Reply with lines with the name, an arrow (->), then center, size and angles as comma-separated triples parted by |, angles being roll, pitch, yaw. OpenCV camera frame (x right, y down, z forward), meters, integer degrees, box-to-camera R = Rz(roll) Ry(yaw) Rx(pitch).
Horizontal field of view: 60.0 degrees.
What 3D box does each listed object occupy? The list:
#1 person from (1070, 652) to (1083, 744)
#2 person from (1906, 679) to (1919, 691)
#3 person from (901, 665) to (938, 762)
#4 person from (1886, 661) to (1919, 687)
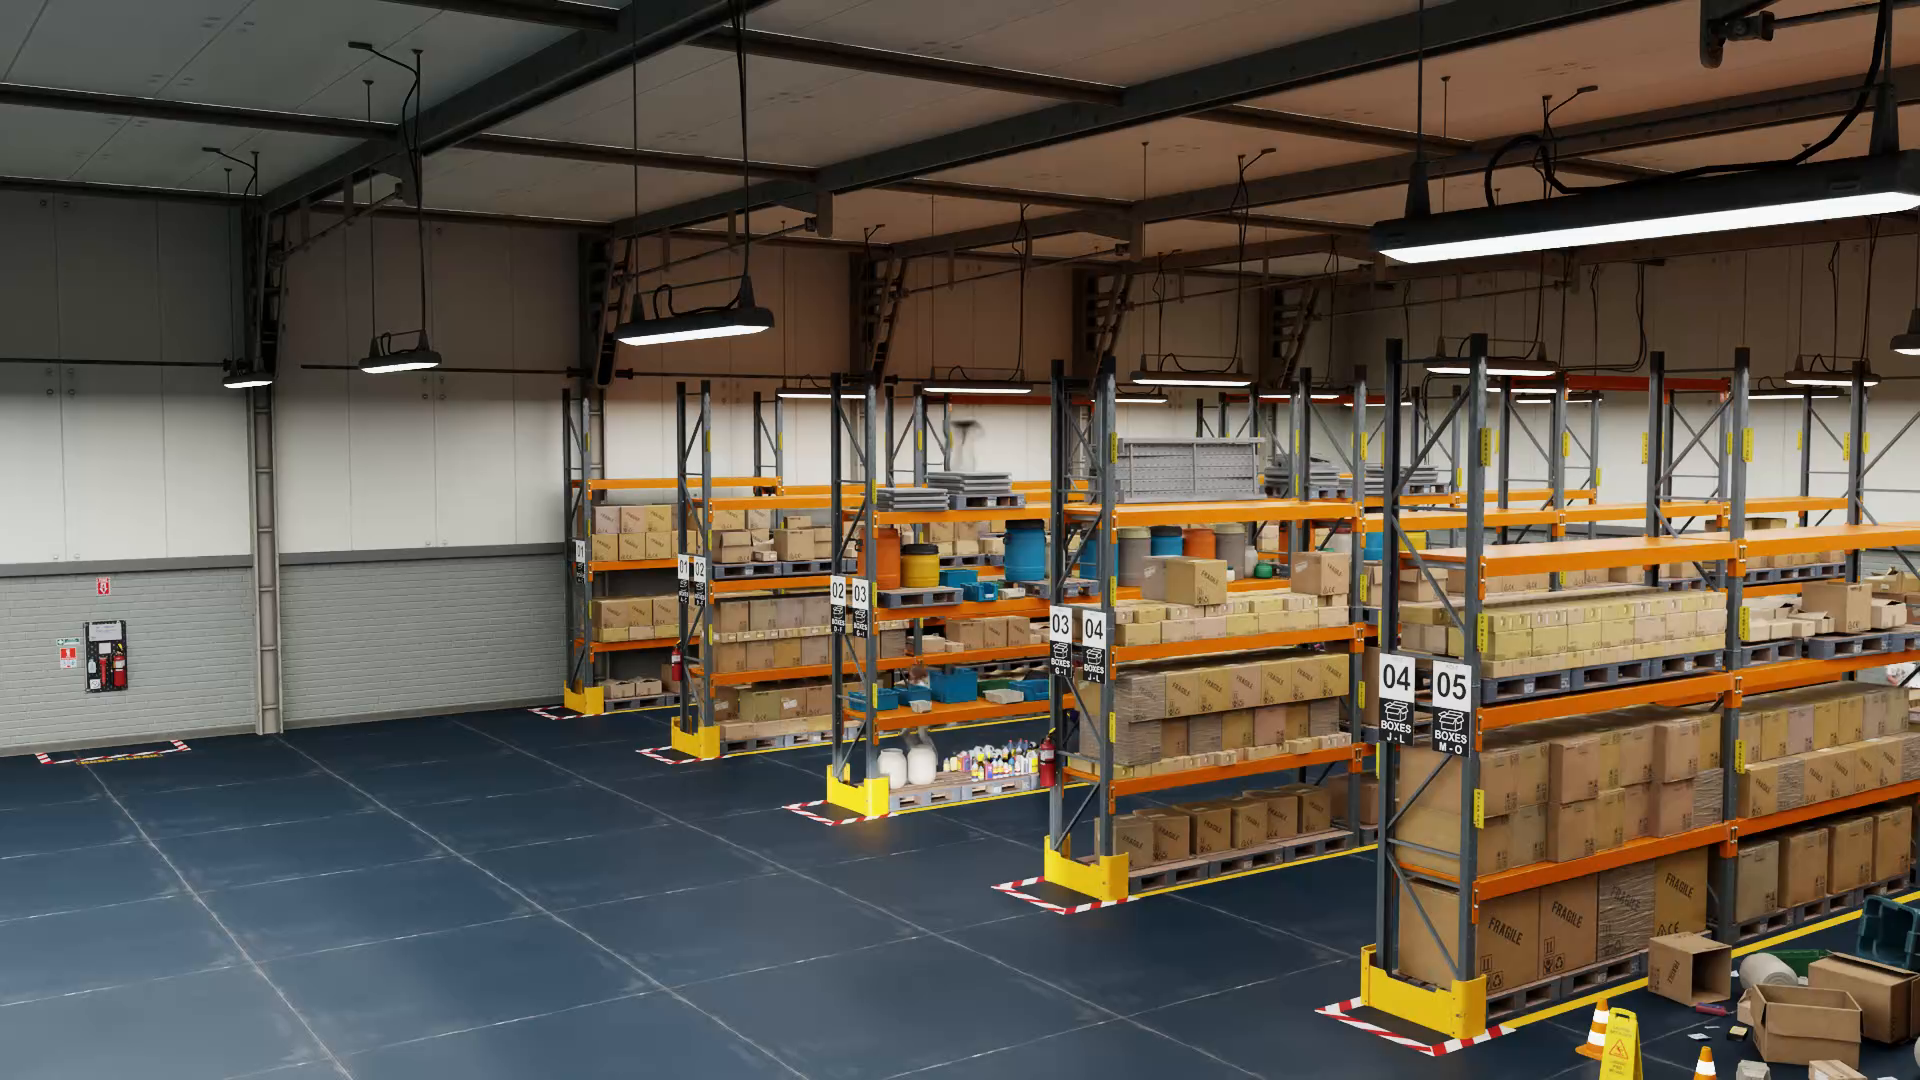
person -> 1.984, 2.592, 27.634 | 0.538, 1.608, 0.600 | -3, 4, -35
person -> 13.349, 2.801, 23.194 | 0.876, 1.754, 0.651 | -3, 5, -40
person -> -0.635, 2.728, 25.590 | 0.686, 1.612, 0.517 | -2, 4, -30
person -> 15.669, 2.553, 27.453 | 0.709, 1.787, 0.572 | -1, 4, -15
